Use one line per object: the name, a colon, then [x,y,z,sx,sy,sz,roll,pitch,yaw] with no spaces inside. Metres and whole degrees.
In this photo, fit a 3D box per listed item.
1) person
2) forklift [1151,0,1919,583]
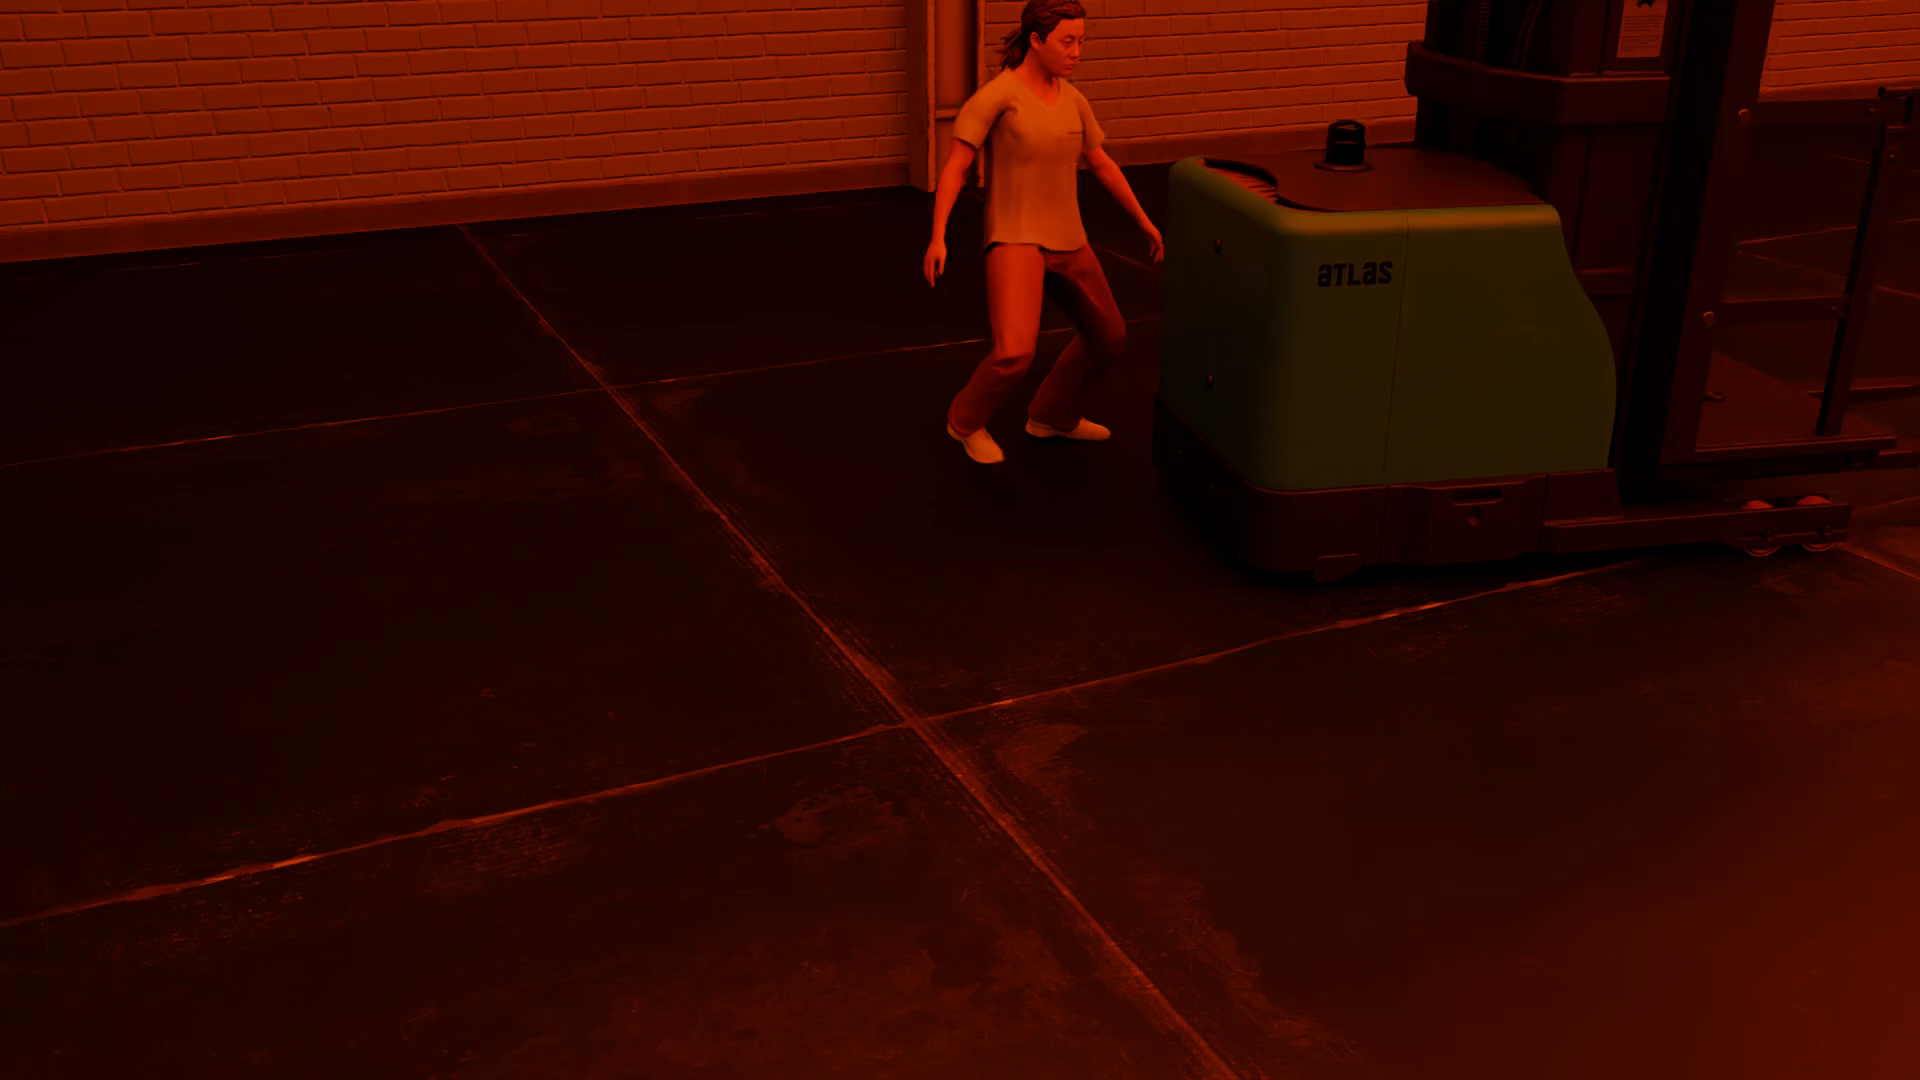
person: [0.265,-0.978,5.451,0.848,1.573,0.586,-13,26,-29]
forklift: [2.209,-1.498,4.891,3.031,2.935,1.130,-4,23,-10]
